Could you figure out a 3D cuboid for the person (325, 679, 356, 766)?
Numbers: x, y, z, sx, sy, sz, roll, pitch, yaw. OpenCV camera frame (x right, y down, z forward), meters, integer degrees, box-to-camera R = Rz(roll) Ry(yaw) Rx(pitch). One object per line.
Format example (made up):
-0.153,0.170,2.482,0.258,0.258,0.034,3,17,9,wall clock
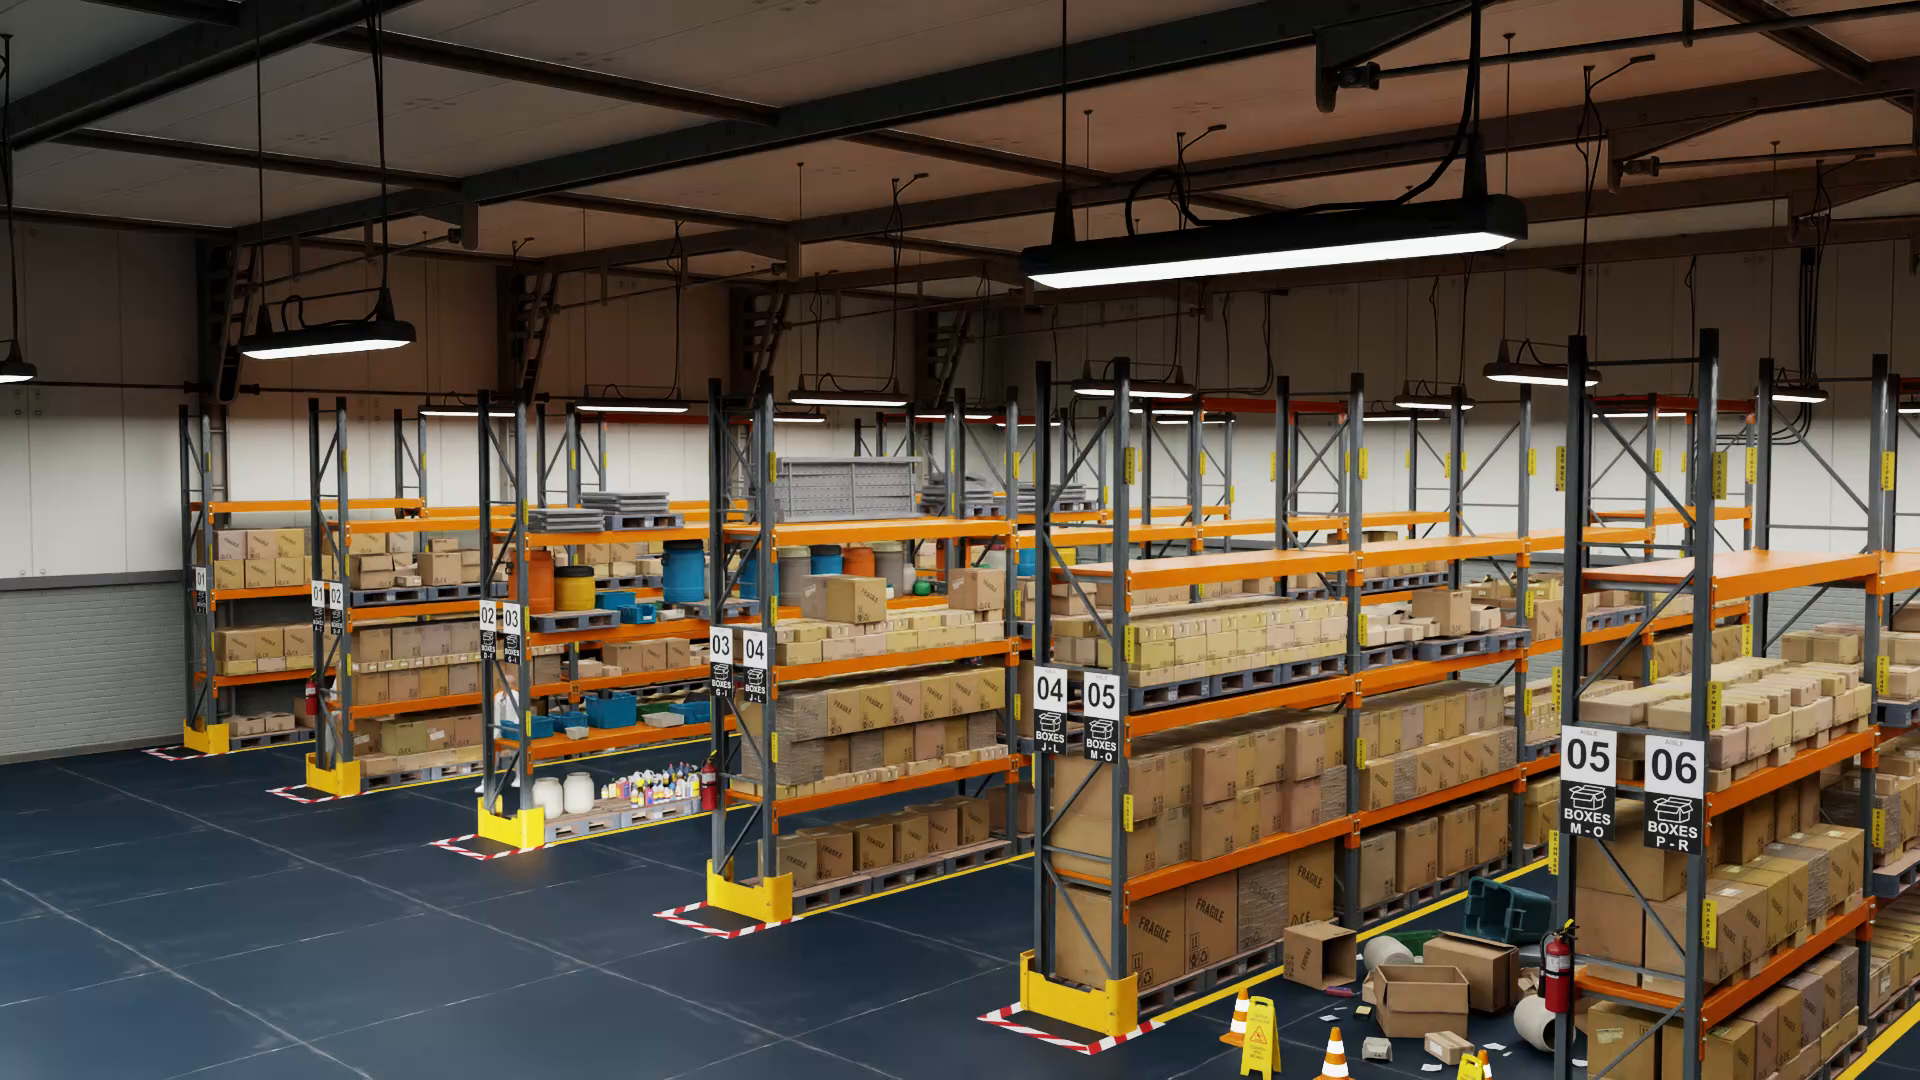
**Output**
-10.140,2.852,27.158,0.561,1.757,0.788,1,3,25,person

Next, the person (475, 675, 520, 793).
-6.922,2.941,25.325,0.591,1.746,0.975,1,3,11,person
